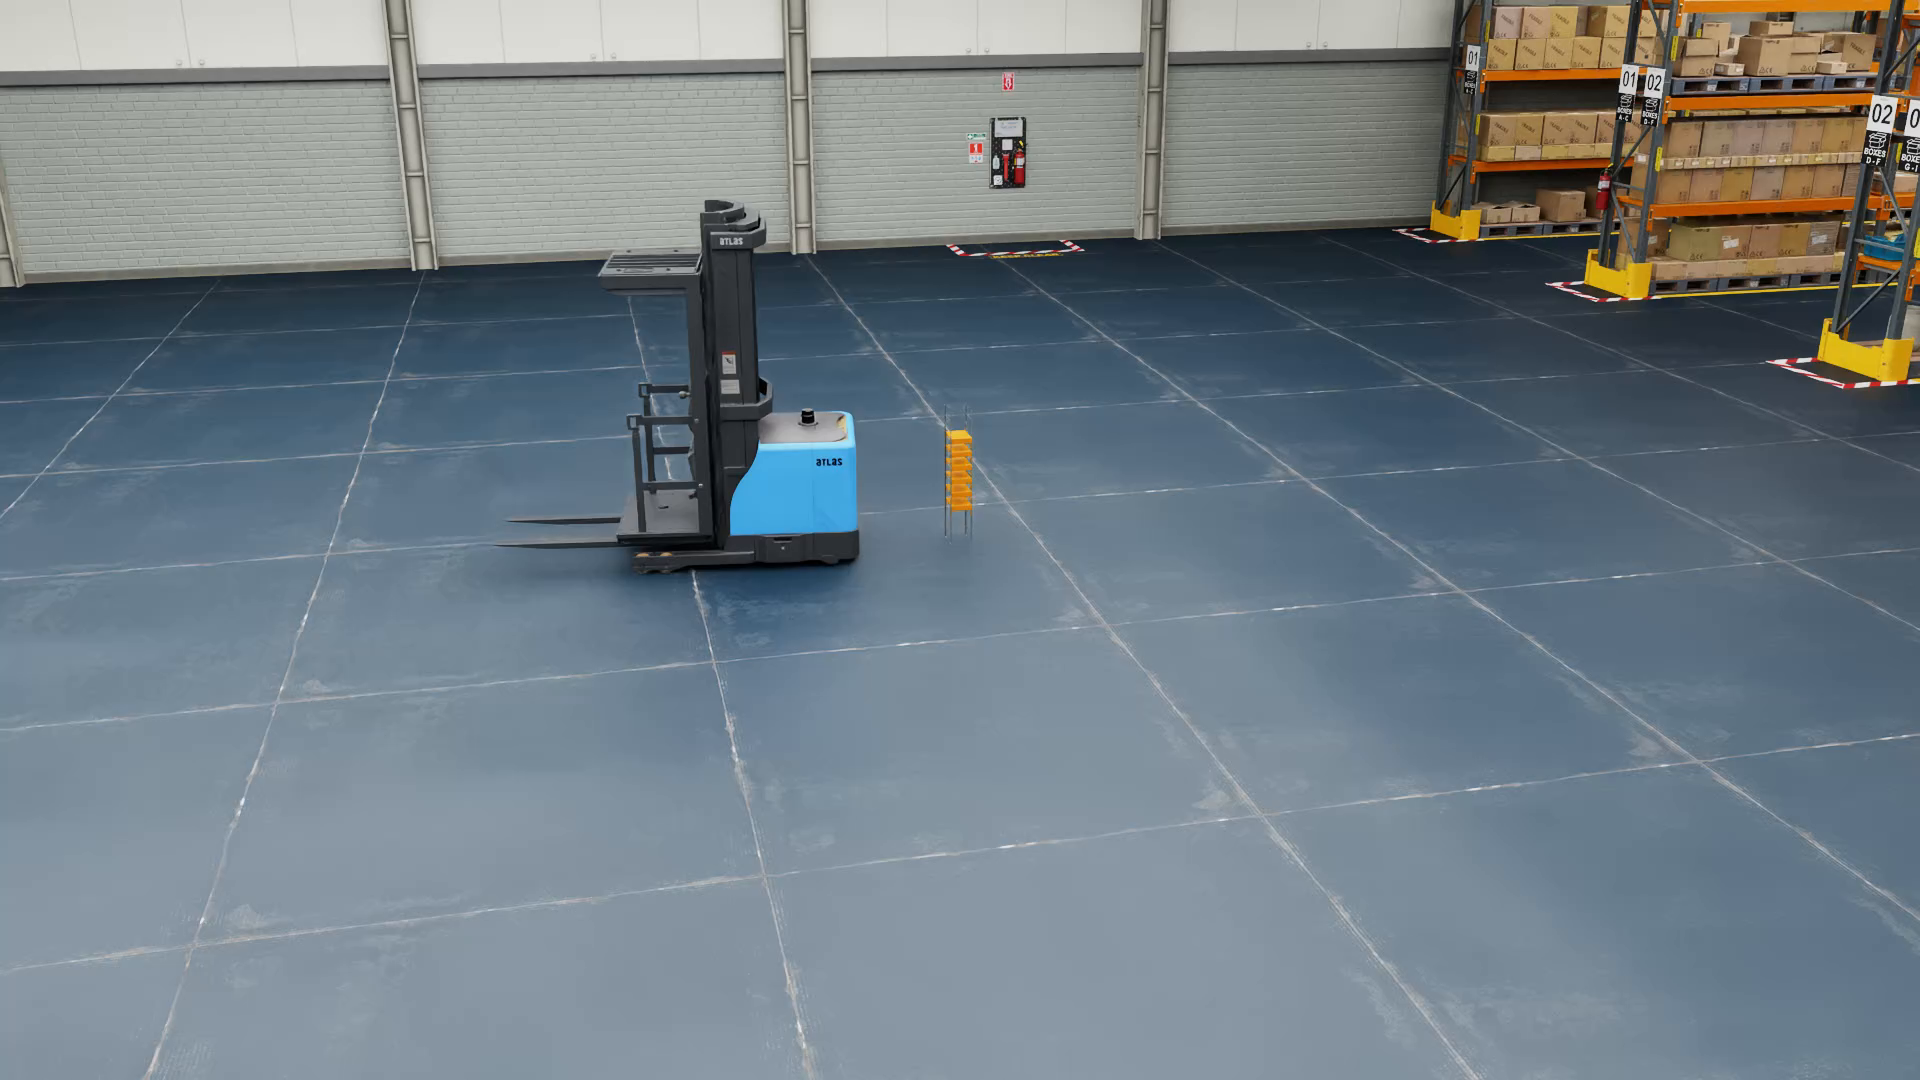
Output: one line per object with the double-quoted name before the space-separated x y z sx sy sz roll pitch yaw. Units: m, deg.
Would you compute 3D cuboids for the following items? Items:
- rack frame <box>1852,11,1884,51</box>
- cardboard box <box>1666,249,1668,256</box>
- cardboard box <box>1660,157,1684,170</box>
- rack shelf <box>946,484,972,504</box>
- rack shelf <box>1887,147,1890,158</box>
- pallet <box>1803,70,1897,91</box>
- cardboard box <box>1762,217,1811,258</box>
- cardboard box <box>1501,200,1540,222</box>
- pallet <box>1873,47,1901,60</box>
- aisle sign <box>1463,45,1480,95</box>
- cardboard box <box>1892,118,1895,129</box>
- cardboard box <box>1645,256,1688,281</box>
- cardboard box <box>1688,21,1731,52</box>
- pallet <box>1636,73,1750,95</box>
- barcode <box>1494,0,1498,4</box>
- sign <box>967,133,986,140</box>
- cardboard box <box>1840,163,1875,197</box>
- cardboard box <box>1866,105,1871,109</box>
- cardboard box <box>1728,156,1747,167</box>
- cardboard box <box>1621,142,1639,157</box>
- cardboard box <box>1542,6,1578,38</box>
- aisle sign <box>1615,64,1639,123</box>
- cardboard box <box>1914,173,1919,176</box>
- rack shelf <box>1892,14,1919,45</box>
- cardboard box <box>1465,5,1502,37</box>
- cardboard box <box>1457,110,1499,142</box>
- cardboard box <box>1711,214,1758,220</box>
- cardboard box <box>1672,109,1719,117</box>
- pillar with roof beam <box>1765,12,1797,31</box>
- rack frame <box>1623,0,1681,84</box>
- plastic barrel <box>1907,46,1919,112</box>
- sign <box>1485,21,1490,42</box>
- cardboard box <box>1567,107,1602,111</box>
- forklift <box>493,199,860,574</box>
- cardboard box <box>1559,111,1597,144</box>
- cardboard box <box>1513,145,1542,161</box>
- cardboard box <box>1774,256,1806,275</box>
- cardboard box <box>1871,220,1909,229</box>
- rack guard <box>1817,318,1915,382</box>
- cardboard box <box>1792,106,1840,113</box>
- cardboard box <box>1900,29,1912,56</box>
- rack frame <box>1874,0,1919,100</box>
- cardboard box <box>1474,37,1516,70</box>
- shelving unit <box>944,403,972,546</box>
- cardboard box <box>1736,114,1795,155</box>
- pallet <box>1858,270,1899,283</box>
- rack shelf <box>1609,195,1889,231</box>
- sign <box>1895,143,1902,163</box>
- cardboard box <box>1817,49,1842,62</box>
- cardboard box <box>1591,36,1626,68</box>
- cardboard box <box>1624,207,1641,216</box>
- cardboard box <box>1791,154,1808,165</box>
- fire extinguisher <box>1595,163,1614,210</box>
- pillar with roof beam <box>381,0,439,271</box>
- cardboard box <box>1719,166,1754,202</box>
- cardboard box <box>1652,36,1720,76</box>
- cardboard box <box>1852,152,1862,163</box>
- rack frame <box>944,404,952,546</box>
"rack frame" 16.385 -10.229 29.377 0.127 3.000 1.000 -5 21 -12
"cardboard box" 10.681 -4.212 25.060 0.500 0.250 0.500 -5 21 -12
"cardboard box" 10.175 -5.431 23.913 0.250 0.149 0.380 -5 21 -13
"rack shelf" -0.014 -0.408 14.384 0.180 0.103 0.258 -5 21 -12
"rack shelf" 18.332 -7.232 30.964 4.000 0.370 1.077 -5 21 -12
"pallet" 12.812 -6.728 24.310 1.213 0.211 1.003 -5 21 -12
"cardboard box" 12.260 -4.509 24.781 0.500 0.500 0.500 -5 21 -12
"cardboard box" 9.849 -5.792 29.257 0.500 0.311 0.500 -3 20 -8
"pallet" 17.000 -8.800 30.113 1.003 0.211 1.213 -4 20 -10
"aisle sign" 8.599 -7.893 27.943 0.004 0.787 0.394 -5 21 -12
"cardboard box" 16.917 -7.560 30.208 0.500 0.500 0.500 -4 21 -11
"cardboard box" 10.317 -3.995 24.467 0.500 0.250 0.500 -5 21 -12
"cardboard box" 13.043 -8.764 28.984 0.500 0.500 0.500 -2 20 -5
"pallet" 10.438 -6.535 23.782 1.213 0.211 1.003 -5 21 -12
"barcode" 9.176 -9.209 28.482 0.075 0.075 0.001 -5 21 -12
"sign" 0.274 -6.719 27.696 0.331 0.109 0.001 -5 21 -12
"cardboard box" 13.206 -5.447 24.900 0.500 0.500 0.700 -5 21 -14
"cardboard box" 16.767 -8.082 30.543 0.500 0.250 0.500 -4 21 -11
"cardboard box" 11.179 -5.513 24.138 0.250 0.149 0.380 -5 21 -14
"cardboard box" 11.615 -6.858 29.087 0.500 0.250 0.500 -5 21 -12
"cardboard box" 10.027 -8.729 28.016 0.500 0.500 0.500 -4 21 -11
"aisle sign" 9.612 -6.434 23.961 0.004 0.787 0.394 -5 21 -12
"cardboard box" 14.900 -5.581 25.266 0.500 0.500 0.500 -3 20 -9
"rack shelf" 12.826 -5.912 19.220 4.000 0.370 1.077 -5 21 -12
"cardboard box" 8.960 -8.834 28.303 0.500 0.500 0.500 -4 20 -10
"cardboard box" 9.010 -7.178 28.869 0.500 0.500 0.500 -5 21 -13
"cardboard box" 11.654 -4.644 25.150 0.500 0.500 0.500 -5 21 -12
"cardboard box" 12.996 -7.377 29.530 0.500 0.500 0.700 -5 21 -12
"pillar with roof beam" 15.912 -8.974 25.952 0.400 9.000 9.100 -5 21 -12
"rack frame" 9.744 -7.937 23.122 0.127 3.000 1.000 -5 21 -12
"plastic barrel" 11.324 -5.351 19.186 0.708 0.830 0.600 -5 21 -12
"sign" 8.725 -8.416 27.518 0.005 0.325 0.100 -5 21 -12
"cardboard box" 10.997 -7.342 29.316 0.500 0.500 0.500 -4 21 -11
"forklift" -2.392 -1.287 13.788 3.031 2.935 1.130 -2 20 -5
"cardboard box" 10.621 -7.126 28.728 0.500 0.500 0.500 -4 20 -11
"cardboard box" 9.650 -6.696 28.643 0.500 0.250 0.500 -5 21 -14
"cardboard box" 12.263 -4.153 24.899 0.500 0.250 0.500 -5 21 -12
"cardboard box" 14.469 -4.778 25.790 0.500 0.311 0.500 -4 21 -11
"rack guard" 10.943 -2.310 20.116 0.348 0.500 1.175 -5 21 -12
"cardboard box" 15.393 -7.571 30.059 0.500 0.500 0.700 -7 21 -18
"cardboard box" 14.246 -7.360 24.424 0.500 0.500 0.500 -4 21 -12
"rack frame" 10.880 -6.279 18.595 0.127 3.000 1.000 -5 21 -12
"cardboard box" 8.983 -8.186 27.987 0.500 0.500 0.500 -4 21 -11
"shelving unit" -0.014 -0.562 14.327 0.189 1.200 0.258 -5 21 -12
"cardboard box" 11.741 -5.937 24.351 0.500 0.500 0.700 -5 21 -12
"pallet" 14.344 -4.199 25.693 1.213 0.211 1.003 -5 21 -12
"rack shelf" 11.690 -4.941 24.710 4.000 0.370 1.077 -5 21 -12
"sign" 13.766 -5.695 24.349 0.005 0.325 0.100 -5 21 -12
"cardboard box" 12.560 -7.072 24.437 0.500 0.311 0.500 -6 21 -15
"cardboard box" 11.033 -8.345 28.421 0.500 0.500 0.500 -5 21 -15
"cardboard box" 11.979 -5.919 29.813 0.250 0.166 0.380 -7 21 -20
"cardboard box" 12.185 -5.595 24.362 0.250 0.149 0.380 -4 21 -11
"fire extinguisher" 9.522 -5.230 24.566 0.183 0.674 0.296 -5 21 -12
"pillar with roof beam" -7.444 -7.075 20.767 0.400 9.000 9.100 -5 21 -12
"cardboard box" 11.195 -5.281 24.446 0.500 0.500 0.700 -5 21 -12
"cardboard box" 10.304 -6.884 23.644 0.637 0.503 0.797 -3 20 -9
"cardboard box" 13.180 -5.677 24.584 0.250 0.149 0.380 -5 21 -14
"rack frame" -0.103 -0.555 14.307 0.006 1.200 0.240 -5 21 -12
